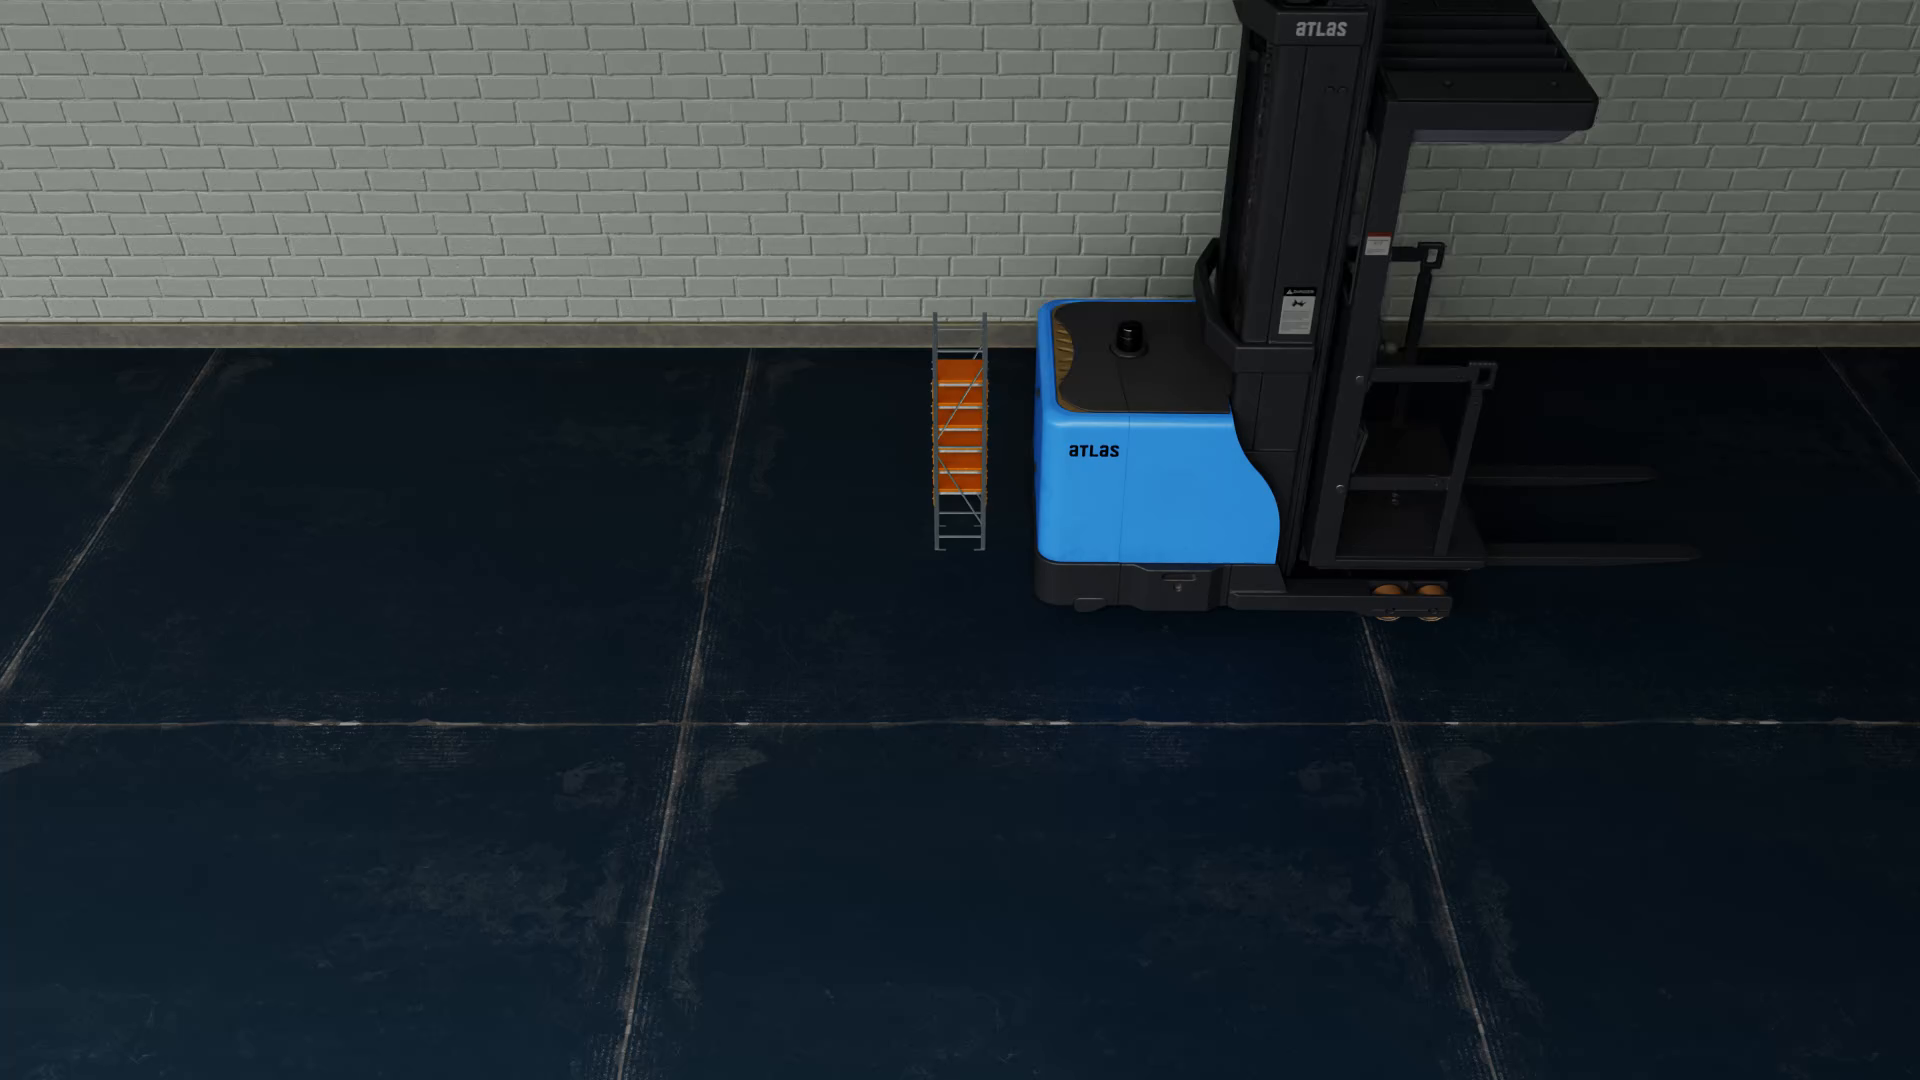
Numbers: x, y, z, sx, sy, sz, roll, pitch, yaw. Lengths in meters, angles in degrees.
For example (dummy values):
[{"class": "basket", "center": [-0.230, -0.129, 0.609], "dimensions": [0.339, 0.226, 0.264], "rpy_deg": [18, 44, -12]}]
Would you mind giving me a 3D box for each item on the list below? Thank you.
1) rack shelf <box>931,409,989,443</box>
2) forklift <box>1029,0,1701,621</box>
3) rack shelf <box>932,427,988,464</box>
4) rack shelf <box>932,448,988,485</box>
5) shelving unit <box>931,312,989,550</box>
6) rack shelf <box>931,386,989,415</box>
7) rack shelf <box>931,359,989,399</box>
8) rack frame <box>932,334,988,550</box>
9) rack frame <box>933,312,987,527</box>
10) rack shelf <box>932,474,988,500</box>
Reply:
[{"class": "rack shelf", "center": [0.000, -0.536, 7.584], "dimensions": [0.258, 0.103, 0.180], "rpy_deg": [0, 39, 0]}, {"class": "forklift", "center": [1.855, -1.113, 7.040], "dimensions": [3.031, 2.935, 1.130], "rpy_deg": [0, 39, 0]}, {"class": "rack shelf", "center": [0.000, -0.443, 7.659], "dimensions": [0.258, 0.103, 0.180], "rpy_deg": [0, 39, 0]}, {"class": "rack shelf", "center": [0.000, -0.349, 7.734], "dimensions": [0.258, 0.103, 0.180], "rpy_deg": [0, 39, 0]}, {"class": "shelving unit", "center": [0.000, -0.477, 7.632], "dimensions": [0.258, 1.200, 0.189], "rpy_deg": [0, 39, 0]}, {"class": "rack shelf", "center": [0.000, -0.630, 7.509], "dimensions": [0.258, 0.103, 0.180], "rpy_deg": [0, 39, 0]}, {"class": "rack shelf", "center": [0.000, -0.724, 7.434], "dimensions": [0.258, 0.103, 0.180], "rpy_deg": [0, 39, 0]}, {"class": "rack frame", "center": [0.000, -0.420, 7.560], "dimensions": [0.240, 1.200, 0.006], "rpy_deg": [0, 39, 0]}, {"class": "rack frame", "center": [0.000, -0.534, 7.703], "dimensions": [0.240, 1.200, 0.006], "rpy_deg": [0, 39, 0]}, {"class": "rack shelf", "center": [0.000, -0.255, 7.809], "dimensions": [0.258, 0.103, 0.180], "rpy_deg": [0, 39, 0]}]
